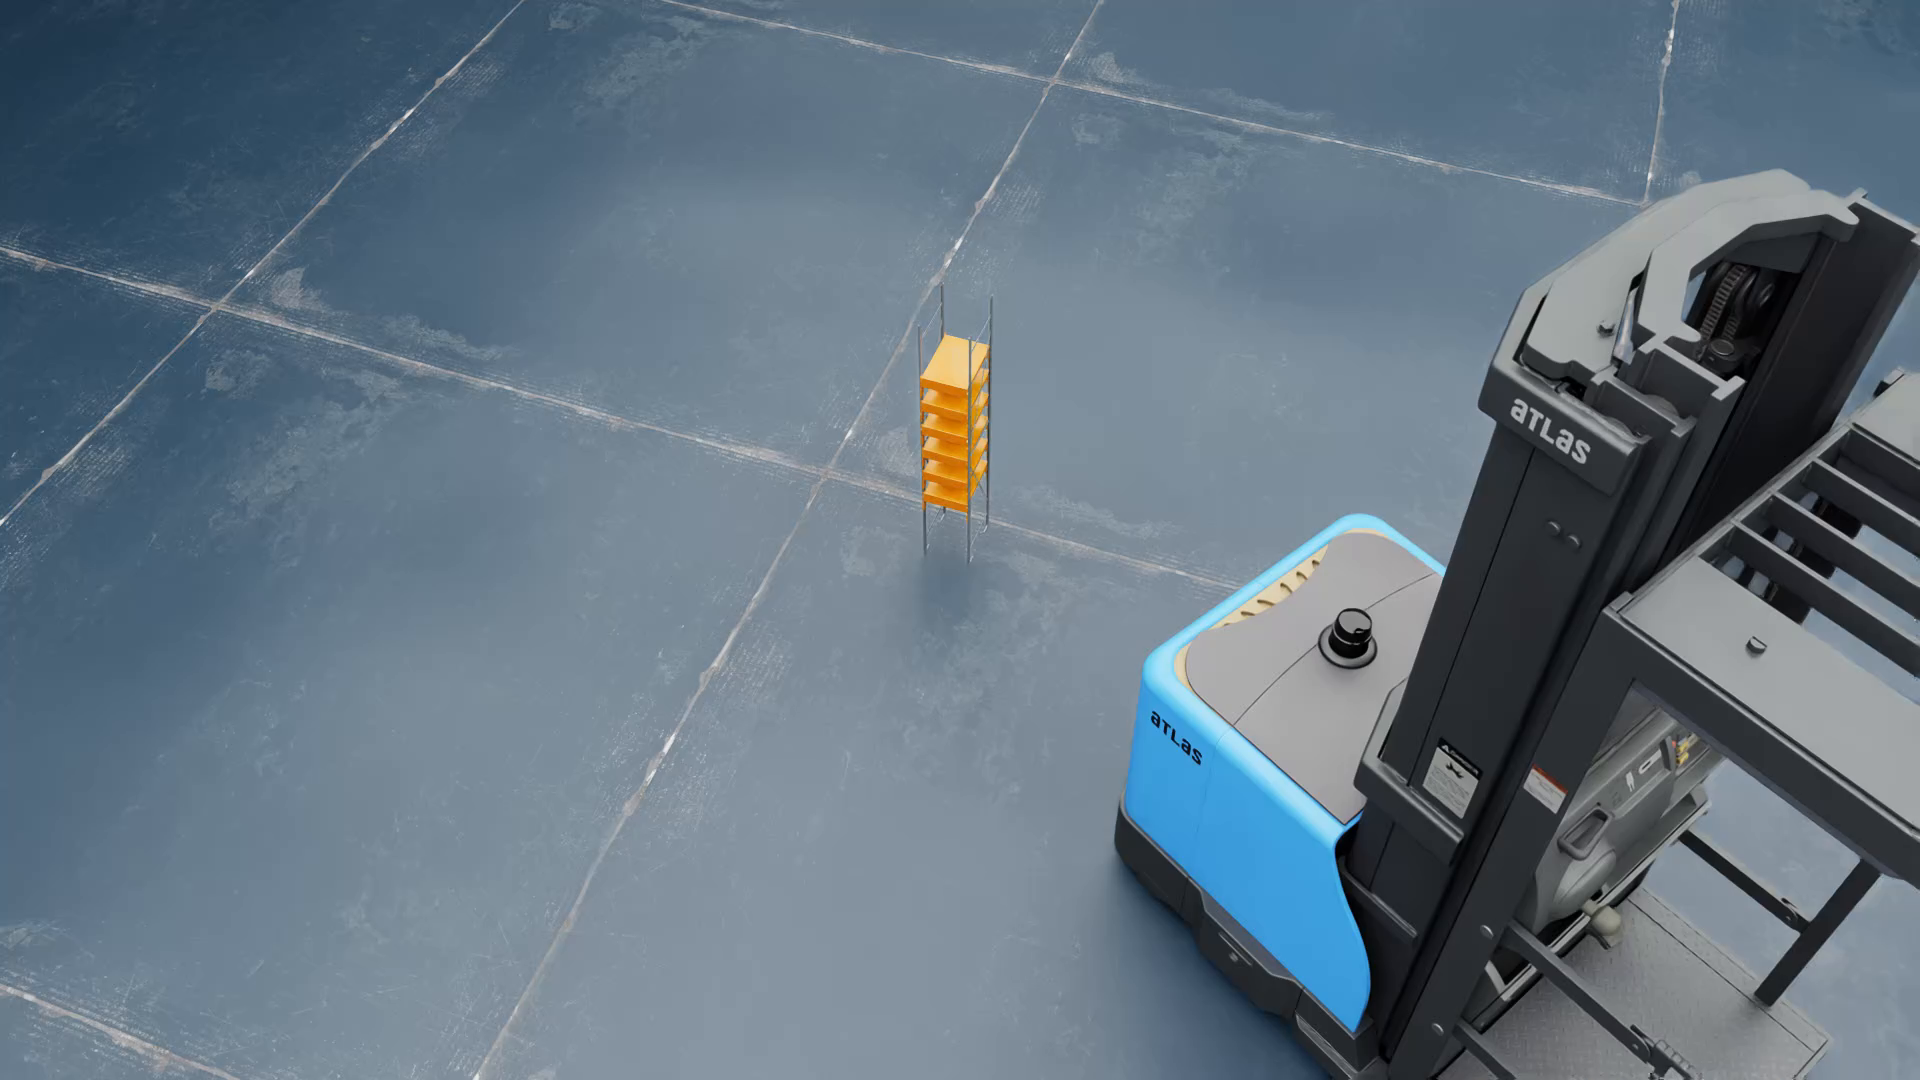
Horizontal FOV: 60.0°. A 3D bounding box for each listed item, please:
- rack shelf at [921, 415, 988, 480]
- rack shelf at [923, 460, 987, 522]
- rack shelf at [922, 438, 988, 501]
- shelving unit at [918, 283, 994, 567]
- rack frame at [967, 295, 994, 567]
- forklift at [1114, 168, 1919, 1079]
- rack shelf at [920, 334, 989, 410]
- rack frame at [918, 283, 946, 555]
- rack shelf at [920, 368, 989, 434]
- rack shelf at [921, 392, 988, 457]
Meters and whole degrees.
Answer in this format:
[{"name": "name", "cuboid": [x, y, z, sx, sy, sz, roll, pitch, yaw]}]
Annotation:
[{"name": "rack shelf", "cuboid": [-0.014, -0.368, 6.200, 0.180, 0.103, 0.258, 16, 51, 13]}, {"name": "rack shelf", "cuboid": [-0.014, -0.210, 6.381, 0.180, 0.103, 0.258, 16, 51, 13]}, {"name": "rack shelf", "cuboid": [-0.014, -0.289, 6.291, 0.180, 0.103, 0.258, 16, 51, 13]}, {"name": "shelving unit", "cuboid": [-0.014, -0.397, 6.166, 0.189, 1.200, 0.258, 16, 51, 13]}, {"name": "rack frame", "cuboid": [0.072, -0.373, 6.146, 0.006, 1.200, 0.240, 16, 51, 13]}, {"name": "forklift", "cuboid": [1.851, 0.724, 4.049, 1.130, 2.935, 3.031, -32, 56, -25]}, {"name": "rack shelf", "cuboid": [-0.014, -0.603, 5.928, 0.180, 0.103, 0.258, 16, 51, 13]}, {"name": "rack frame", "cuboid": [-0.099, -0.421, 6.187, 0.006, 1.200, 0.240, 16, 51, 13]}, {"name": "rack shelf", "cuboid": [-0.014, -0.525, 6.019, 0.180, 0.103, 0.258, 16, 51, 13]}, {"name": "rack shelf", "cuboid": [-0.014, -0.446, 6.109, 0.180, 0.103, 0.258, 16, 51, 13]}]
